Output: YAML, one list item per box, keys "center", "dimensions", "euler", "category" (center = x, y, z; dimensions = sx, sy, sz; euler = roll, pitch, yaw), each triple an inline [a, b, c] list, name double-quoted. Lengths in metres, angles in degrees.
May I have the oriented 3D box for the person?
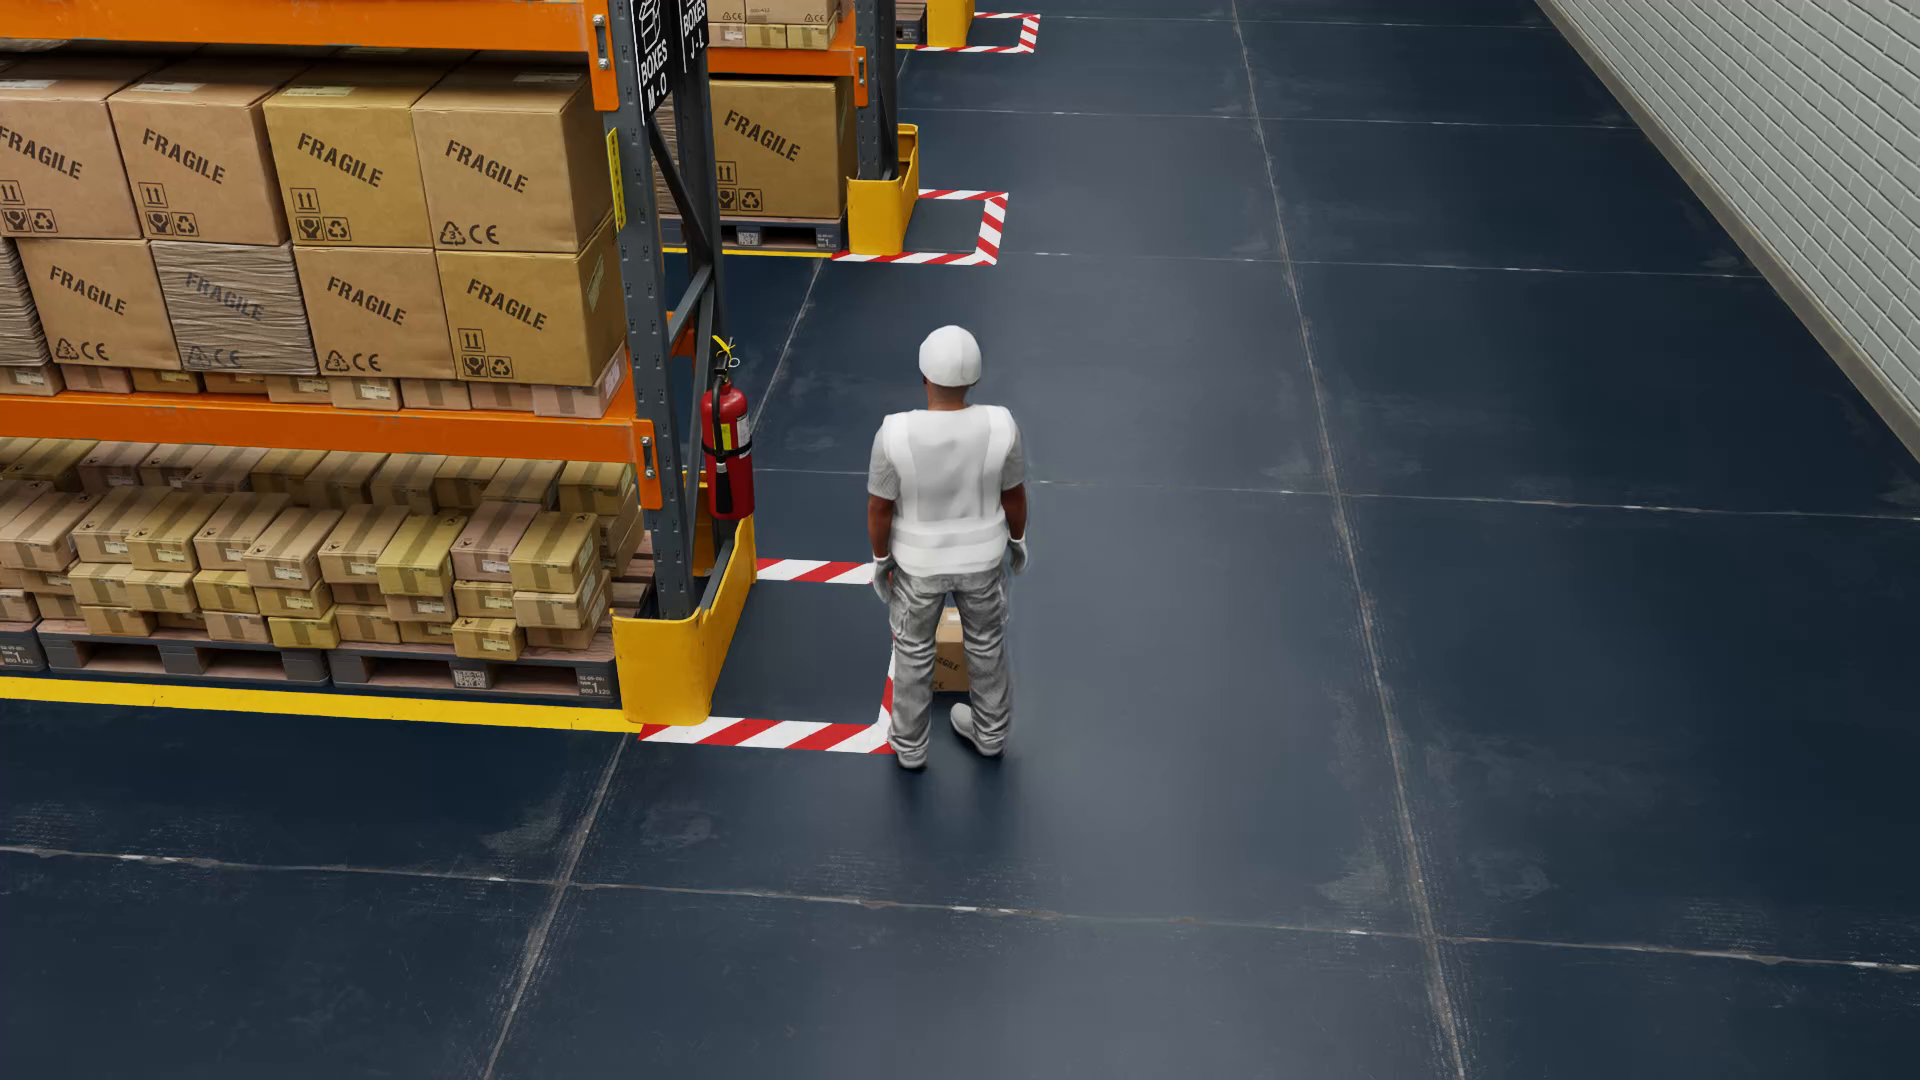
- center: [-0.038, 0.043, 6.002]
  dimensions: [0.589, 1.796, 0.388]
  euler: [-4, 32, -6]
  category: "person"
